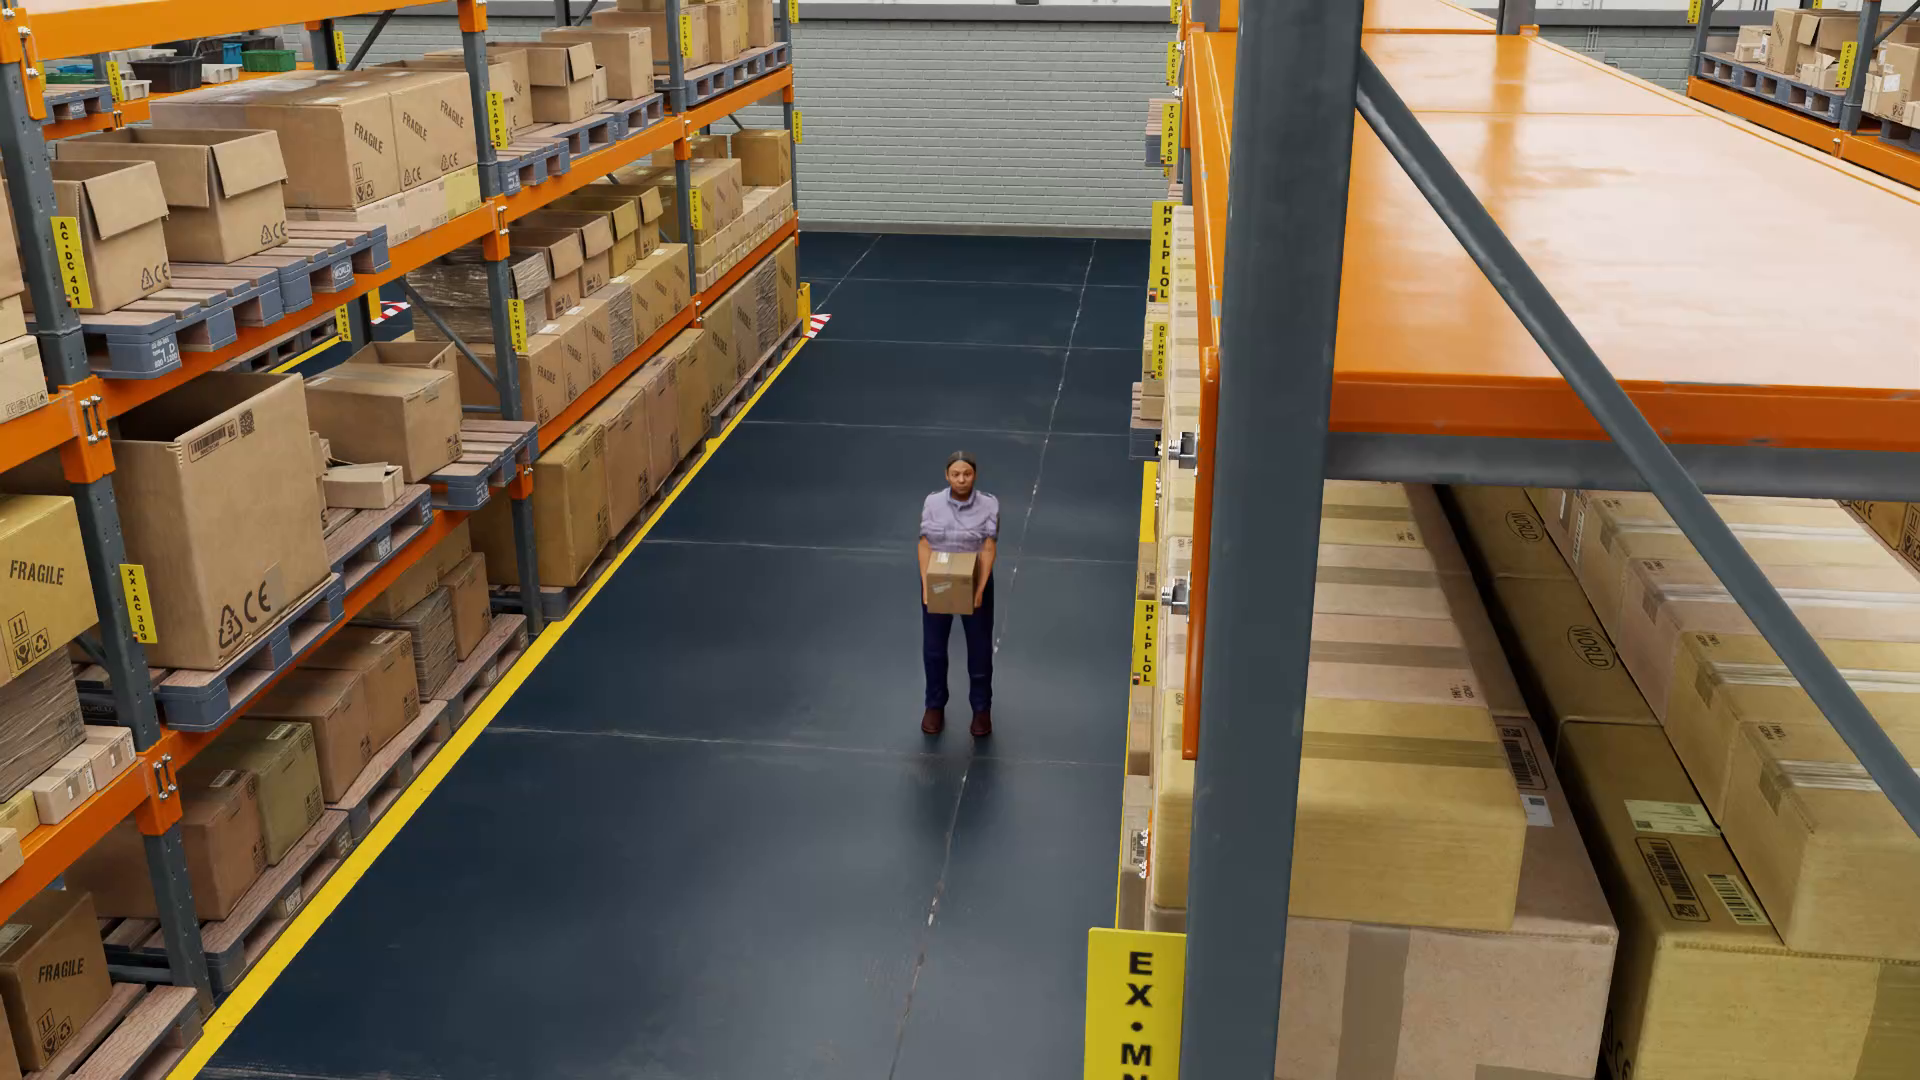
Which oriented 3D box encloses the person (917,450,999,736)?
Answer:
[{"bbox_3d":[-0.015,0.322,9.292,0.447,1.644,0.523,2,21,6],"label":"person"}]
